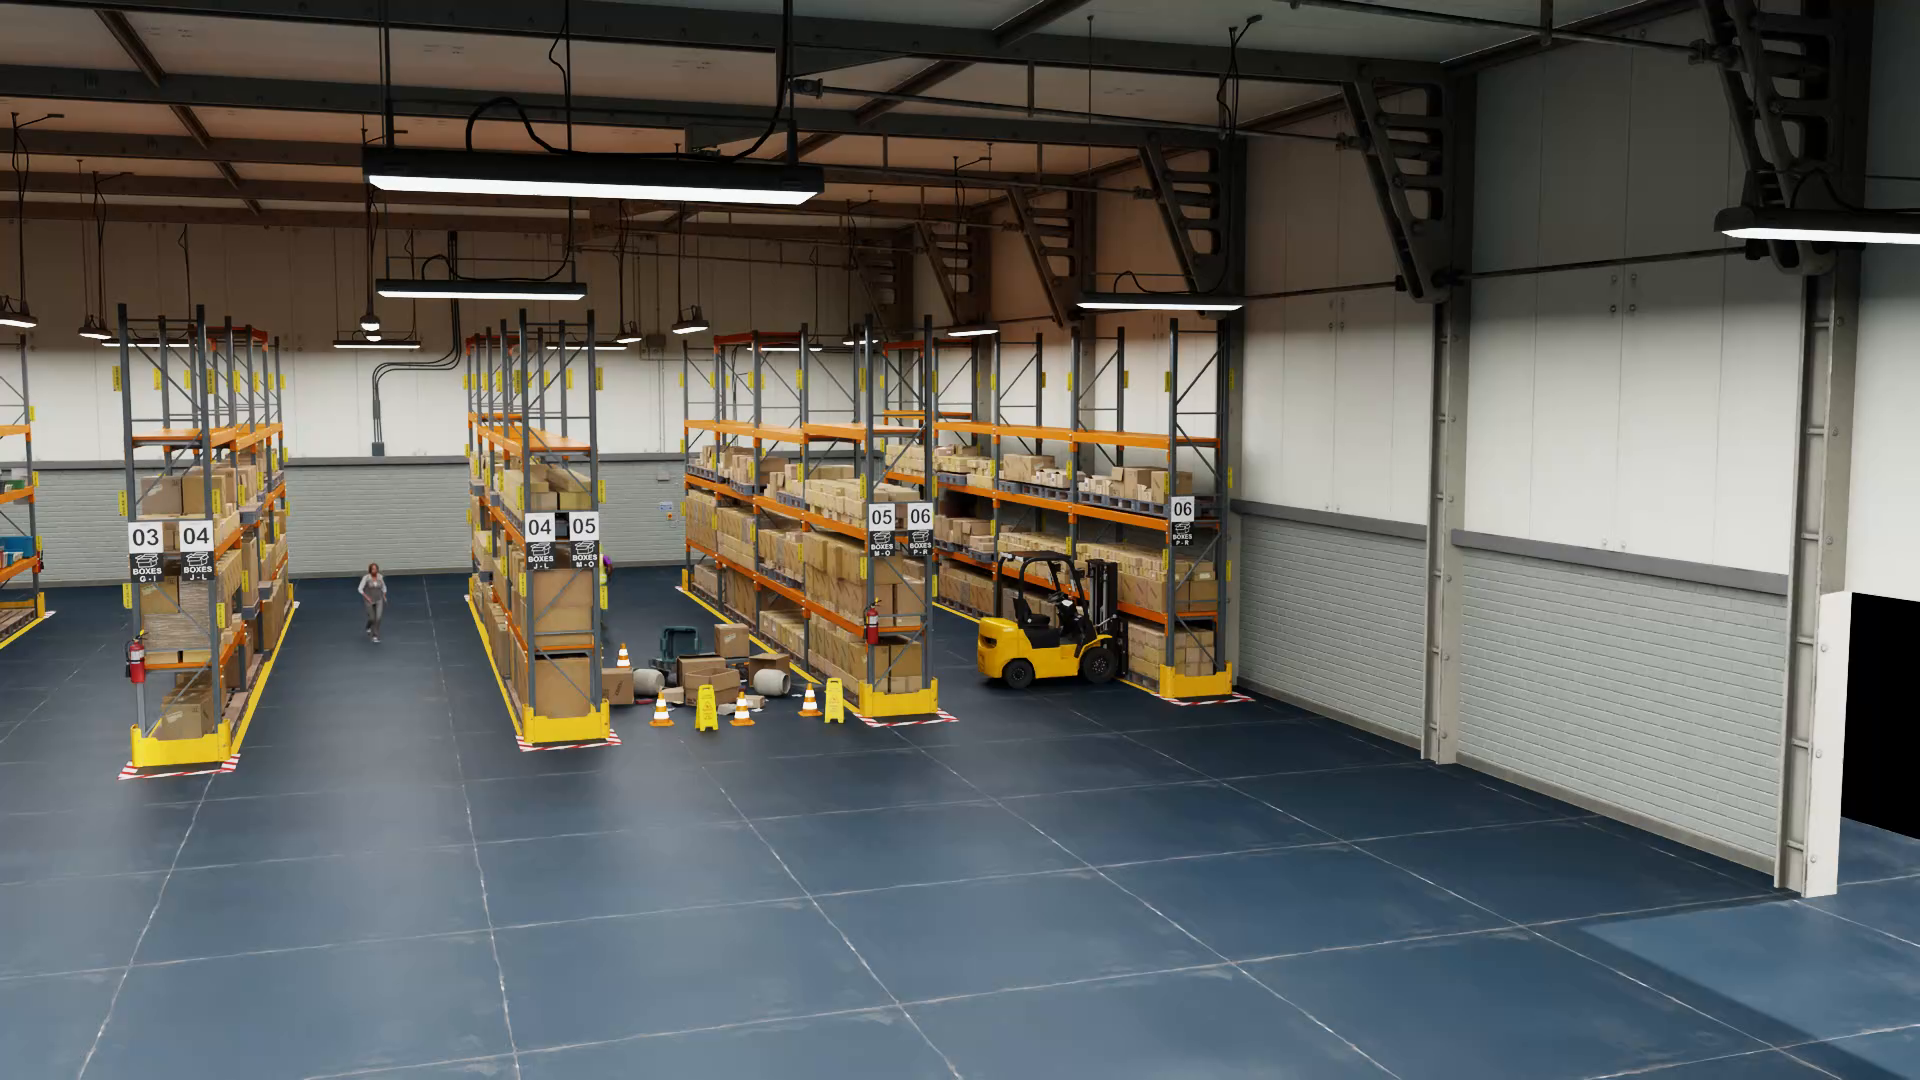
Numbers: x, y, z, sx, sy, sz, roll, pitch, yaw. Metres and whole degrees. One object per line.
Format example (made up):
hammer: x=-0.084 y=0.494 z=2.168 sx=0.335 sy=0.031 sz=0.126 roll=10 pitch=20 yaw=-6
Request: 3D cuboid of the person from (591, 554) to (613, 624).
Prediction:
person: x=-7.441 y=0.903 z=33.943 sx=0.684 sy=1.773 sz=0.969 roll=-1 pitch=6 yaw=-14

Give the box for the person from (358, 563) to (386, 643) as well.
person: x=-11.347 y=1.202 z=32.113 sx=0.538 sy=1.544 sz=0.581 roll=-3 pitch=6 yaw=-33
